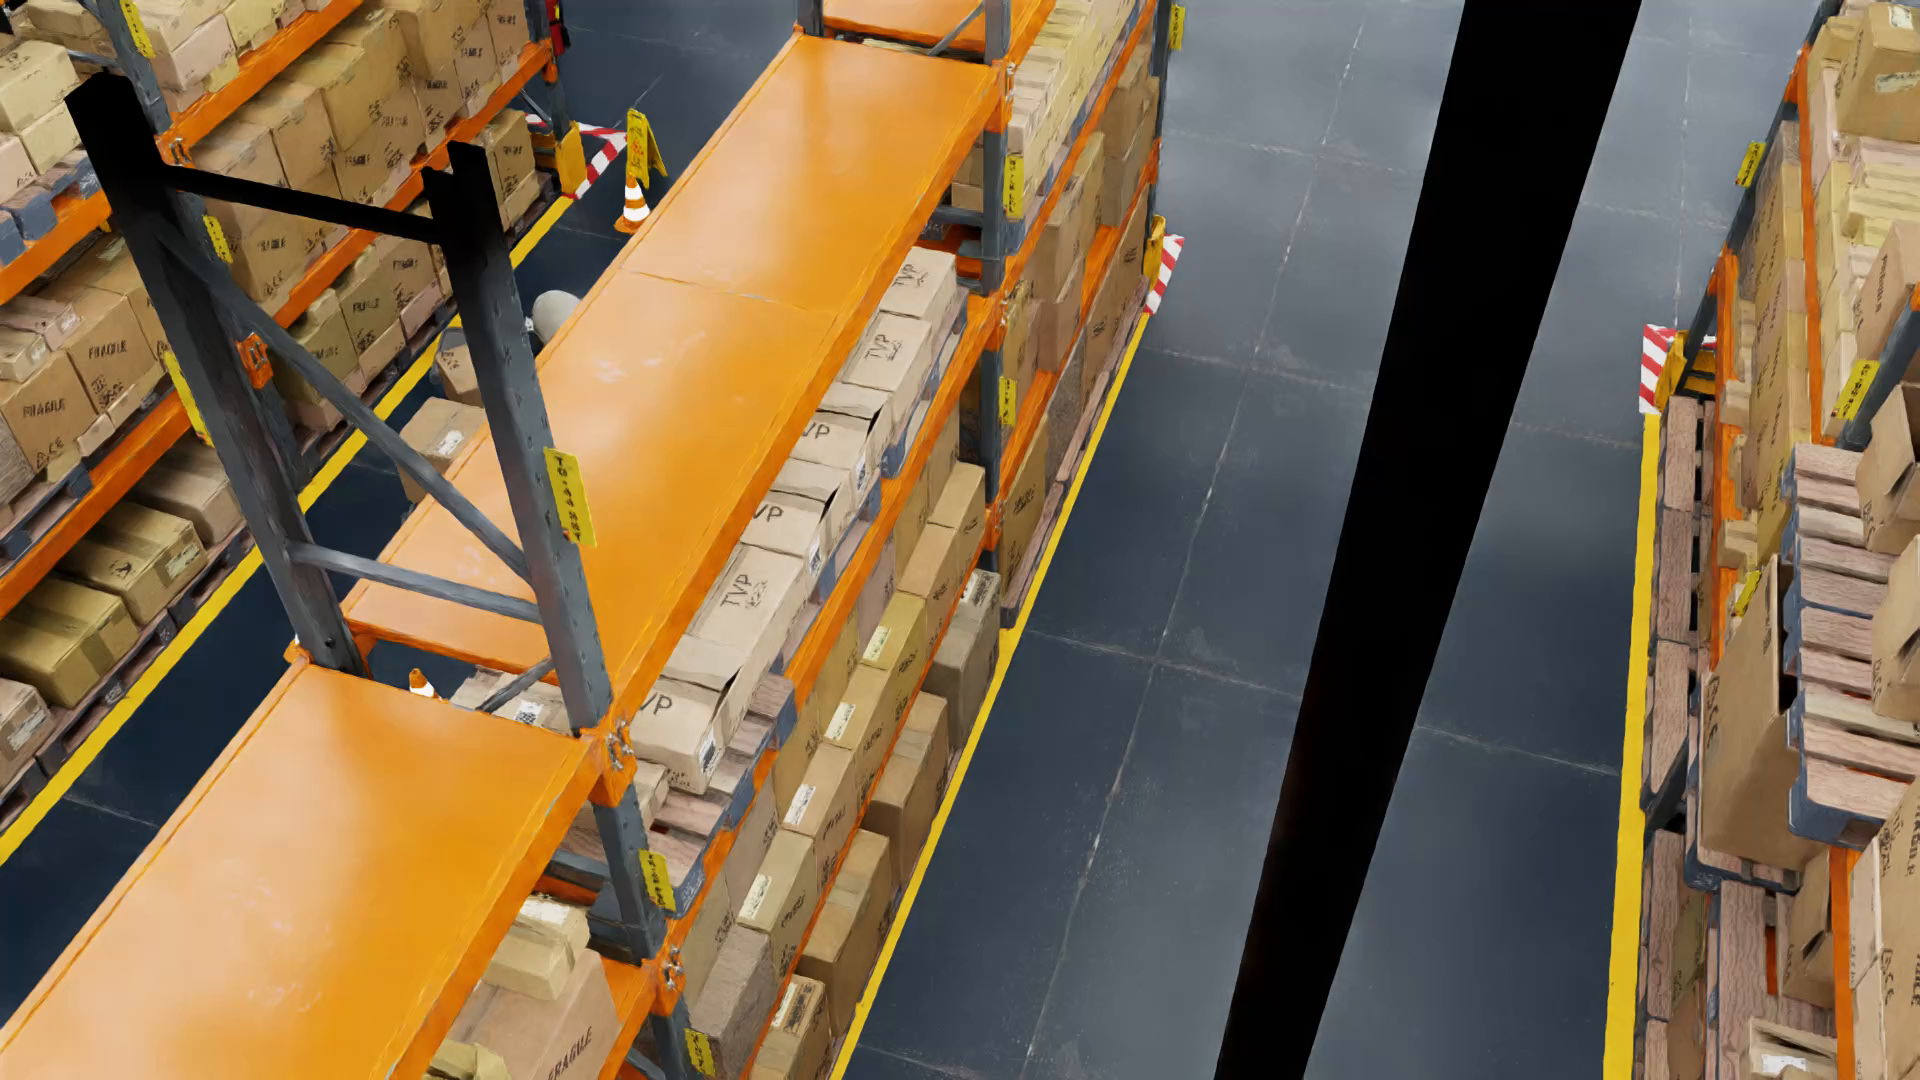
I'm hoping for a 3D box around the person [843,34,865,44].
[{"bbox_3d":[-0.923,-4.636,14.514,0.537,1.665,0.564,-6,46,-6],"label":"person"}]
